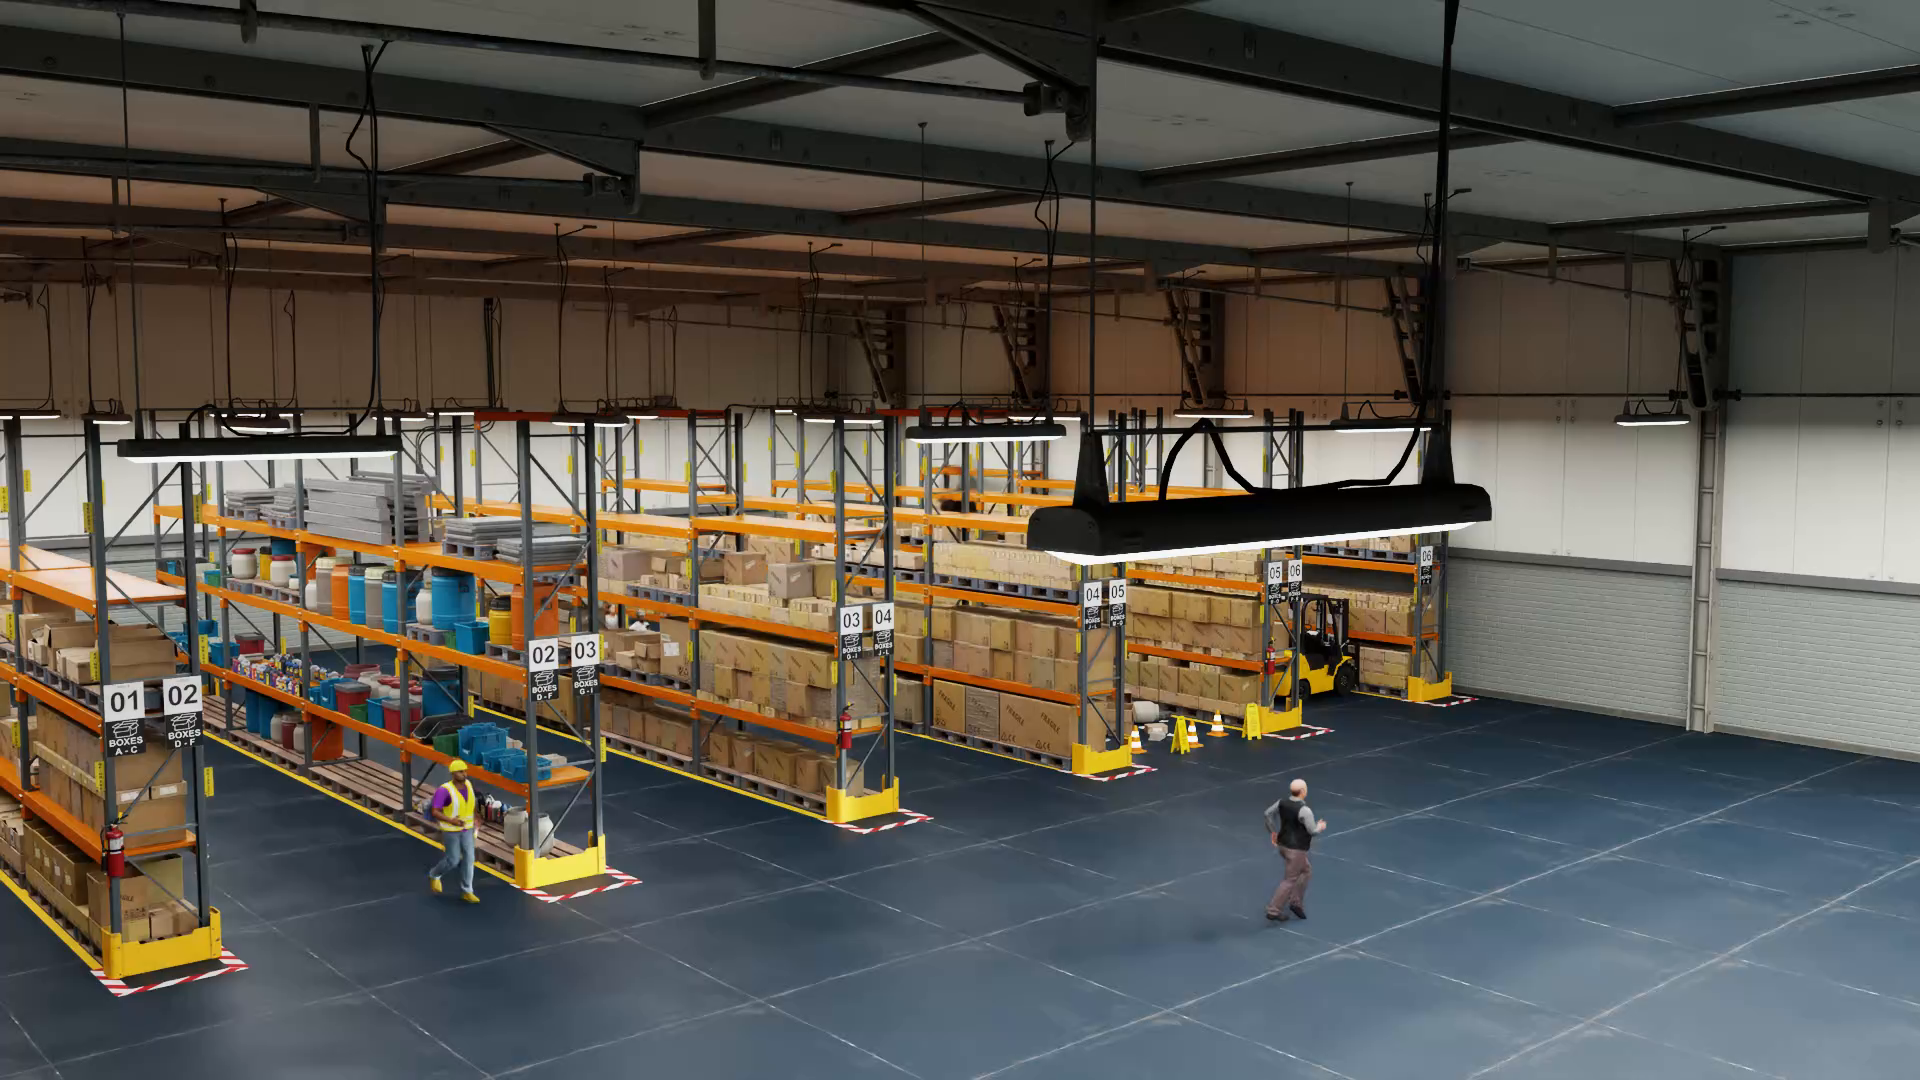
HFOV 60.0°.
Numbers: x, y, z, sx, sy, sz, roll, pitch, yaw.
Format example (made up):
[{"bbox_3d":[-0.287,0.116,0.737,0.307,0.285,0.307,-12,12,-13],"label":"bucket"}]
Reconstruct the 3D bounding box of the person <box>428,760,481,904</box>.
[{"bbox_3d":[-6.320,3.630,20.855,0.824,1.769,0.727,3,6,34],"label":"person"}]

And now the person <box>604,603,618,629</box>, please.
[{"bbox_3d":[-7.723,2.229,36.931,0.555,1.682,0.905,-4,7,-40],"label":"person"}]

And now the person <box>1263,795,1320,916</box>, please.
[{"bbox_3d":[3.952,3.745,19.865,0.711,1.405,0.620,-2,5,-20],"label":"person"}]

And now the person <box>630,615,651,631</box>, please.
[{"bbox_3d":[-6.881,2.367,36.135,0.572,1.453,0.523,-5,7,-42],"label":"person"}]
